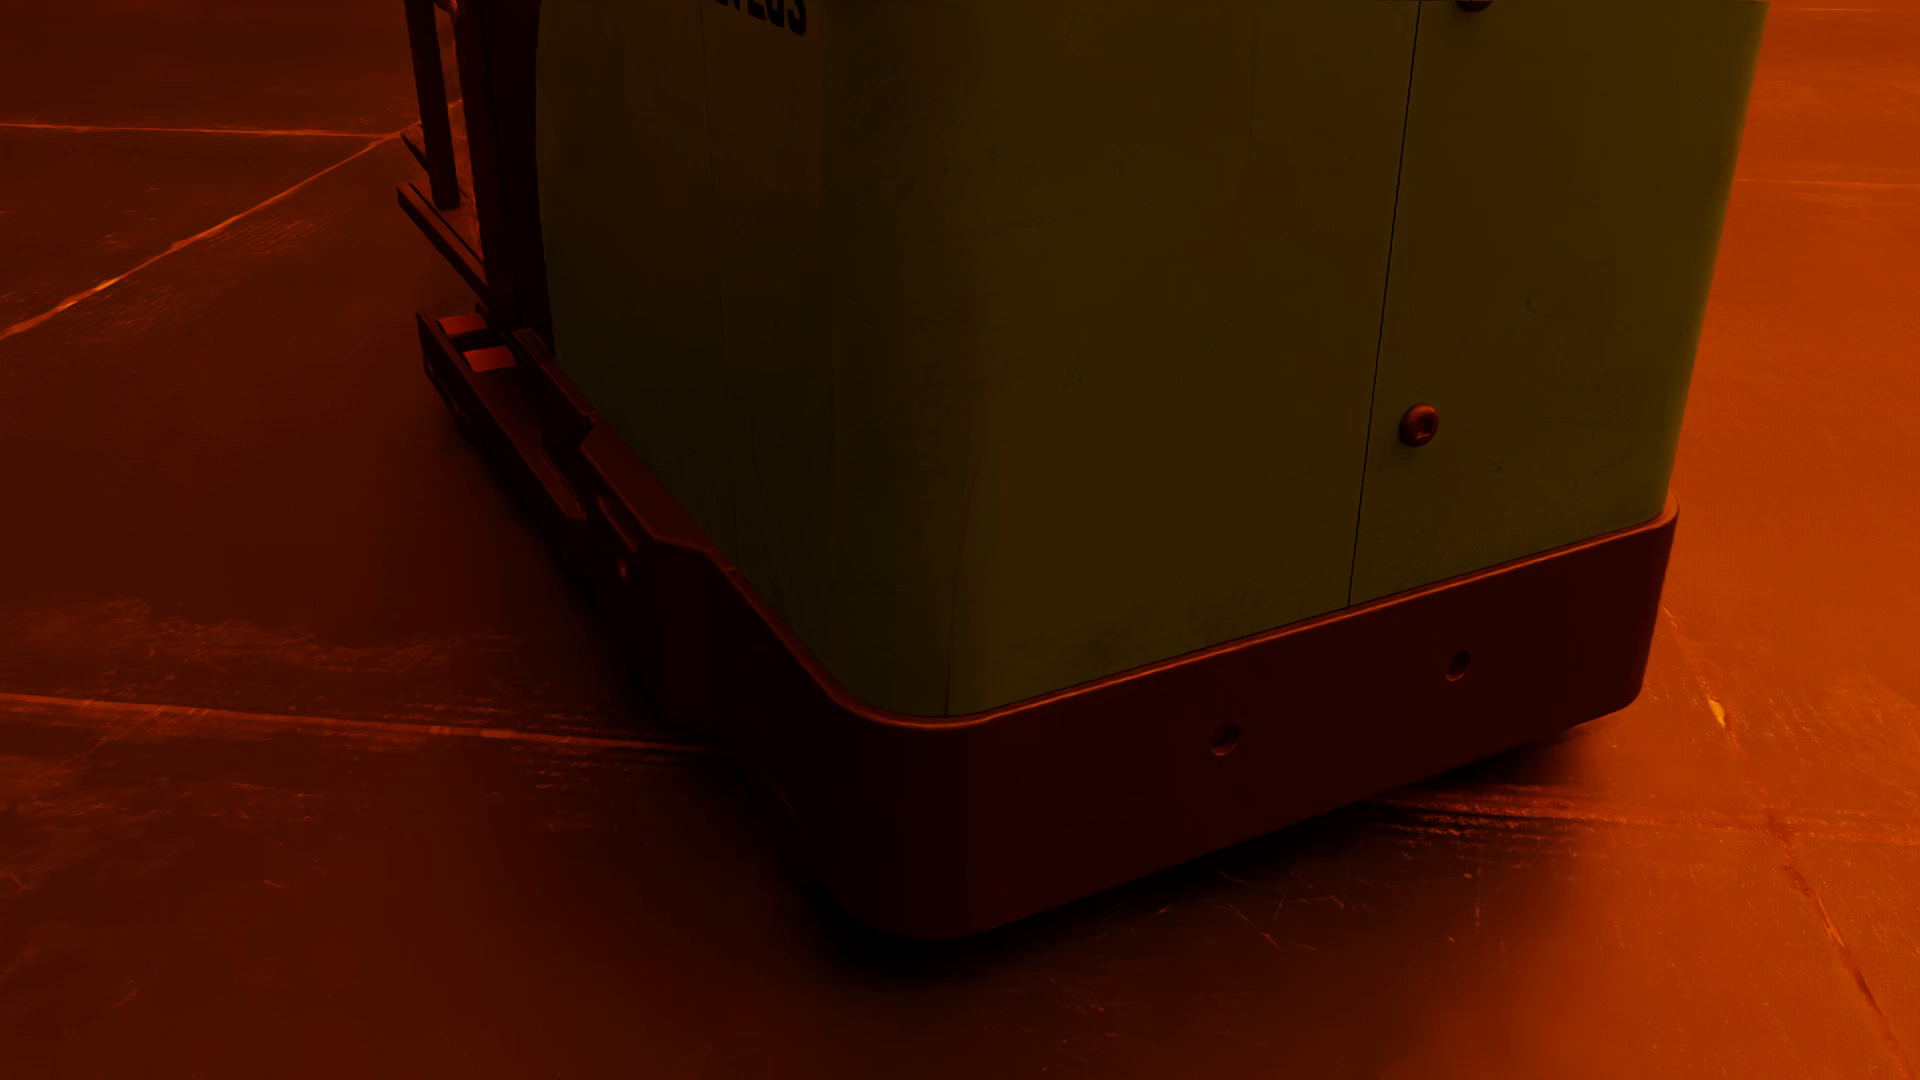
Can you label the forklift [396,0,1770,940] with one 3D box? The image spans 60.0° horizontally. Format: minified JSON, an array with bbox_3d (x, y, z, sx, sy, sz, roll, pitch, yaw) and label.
[{"bbox_3d":[-0.313,-1.557,2.339,1.130,2.935,3.031,-13,29,-25],"label":"forklift"}]
